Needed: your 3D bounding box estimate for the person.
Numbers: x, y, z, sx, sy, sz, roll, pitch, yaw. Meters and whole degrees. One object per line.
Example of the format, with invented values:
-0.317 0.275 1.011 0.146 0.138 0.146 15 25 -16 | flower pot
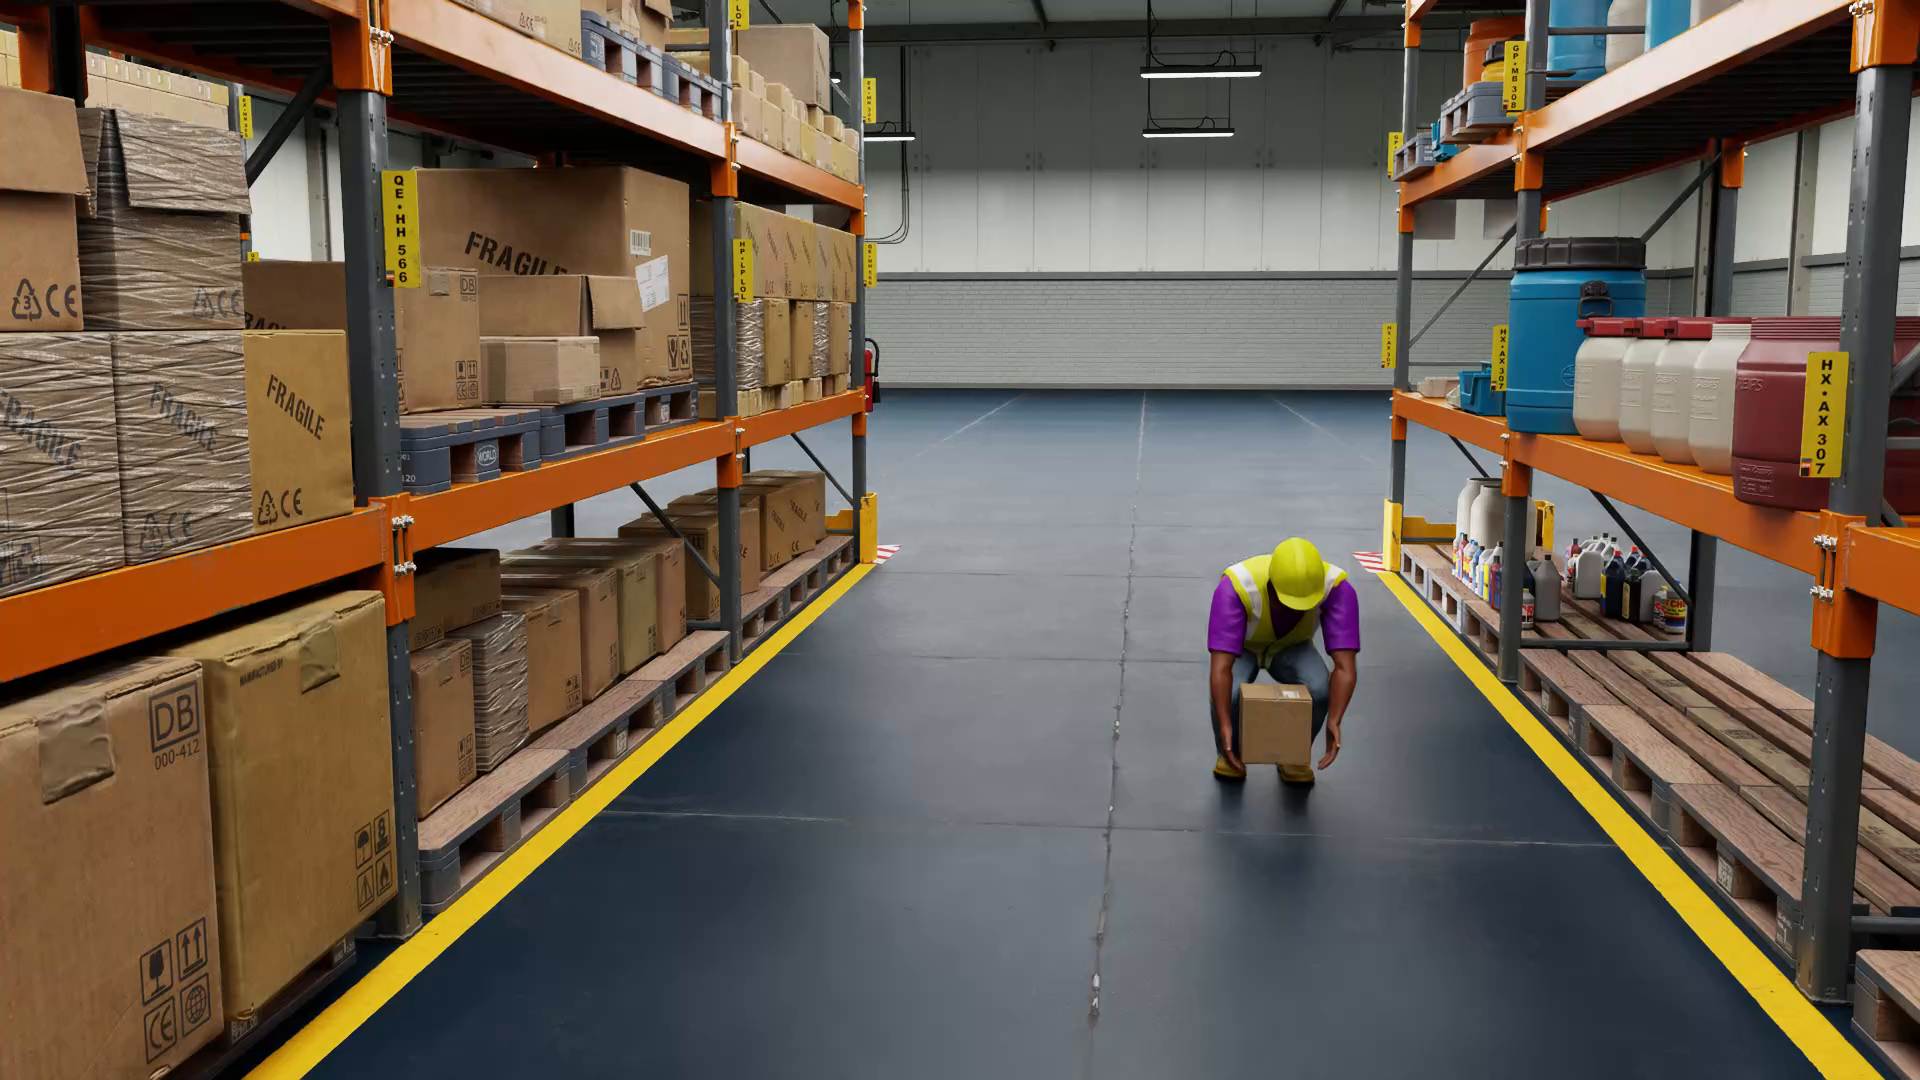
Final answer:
1.262 0.460 6.563 0.583 1.027 0.895 1 8 6 | person
